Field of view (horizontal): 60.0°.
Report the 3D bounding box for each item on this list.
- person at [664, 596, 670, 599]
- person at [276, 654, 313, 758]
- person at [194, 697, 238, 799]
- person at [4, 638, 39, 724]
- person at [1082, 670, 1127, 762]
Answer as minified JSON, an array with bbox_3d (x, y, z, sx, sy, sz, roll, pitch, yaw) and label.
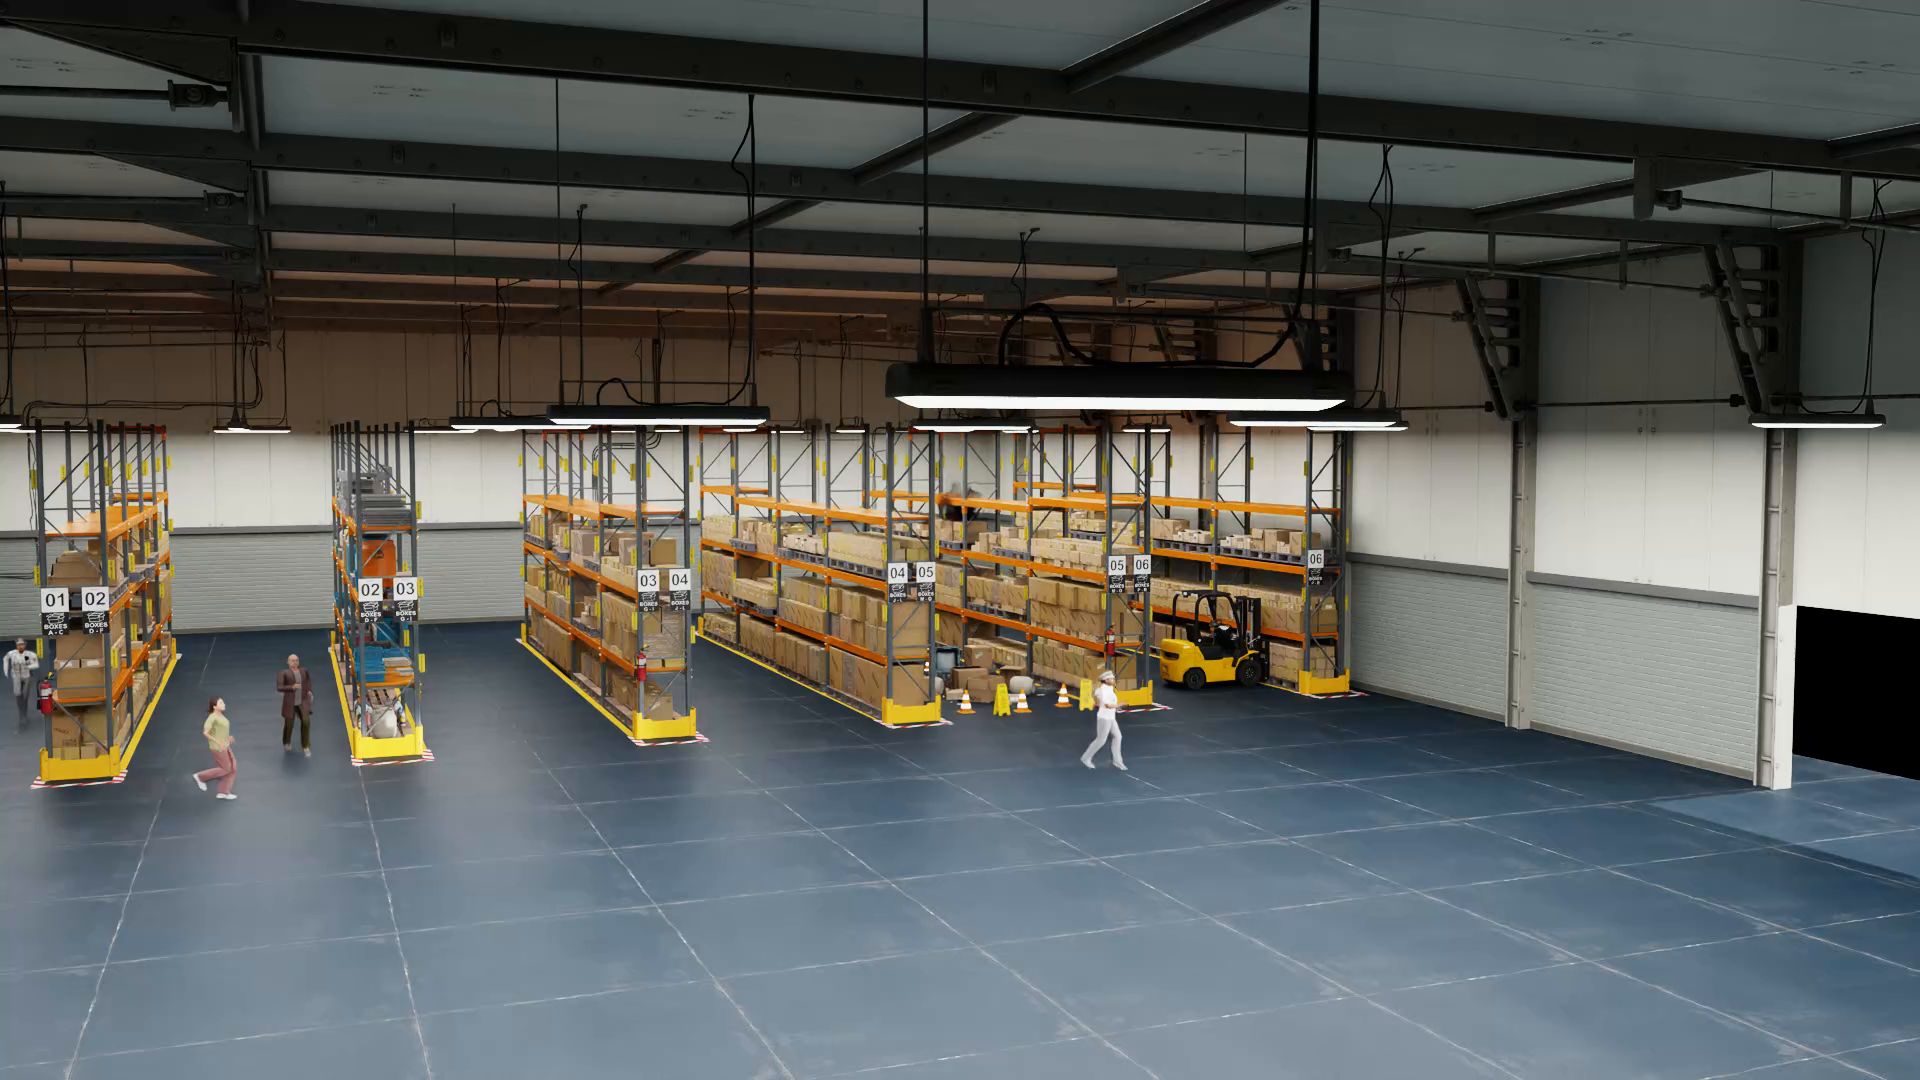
[{"bbox_3d":[-8.030,2.070,46.071,0.548,1.580,0.742,-1,4,-17],"label":"person"},{"bbox_3d":[-11.921,2.965,29.814,0.678,1.843,0.845,-3,5,-38],"label":"person"},{"bbox_3d":[-11.732,3.277,26.219,0.623,1.631,0.587,0,4,-3],"label":"person"},{"bbox_3d":[-18.828,2.802,33.375,0.636,1.724,0.812,-2,4,-26],"label":"person"},{"bbox_3d":[2.480,3.013,28.437,0.757,1.594,0.603,1,4,12],"label":"person"}]
